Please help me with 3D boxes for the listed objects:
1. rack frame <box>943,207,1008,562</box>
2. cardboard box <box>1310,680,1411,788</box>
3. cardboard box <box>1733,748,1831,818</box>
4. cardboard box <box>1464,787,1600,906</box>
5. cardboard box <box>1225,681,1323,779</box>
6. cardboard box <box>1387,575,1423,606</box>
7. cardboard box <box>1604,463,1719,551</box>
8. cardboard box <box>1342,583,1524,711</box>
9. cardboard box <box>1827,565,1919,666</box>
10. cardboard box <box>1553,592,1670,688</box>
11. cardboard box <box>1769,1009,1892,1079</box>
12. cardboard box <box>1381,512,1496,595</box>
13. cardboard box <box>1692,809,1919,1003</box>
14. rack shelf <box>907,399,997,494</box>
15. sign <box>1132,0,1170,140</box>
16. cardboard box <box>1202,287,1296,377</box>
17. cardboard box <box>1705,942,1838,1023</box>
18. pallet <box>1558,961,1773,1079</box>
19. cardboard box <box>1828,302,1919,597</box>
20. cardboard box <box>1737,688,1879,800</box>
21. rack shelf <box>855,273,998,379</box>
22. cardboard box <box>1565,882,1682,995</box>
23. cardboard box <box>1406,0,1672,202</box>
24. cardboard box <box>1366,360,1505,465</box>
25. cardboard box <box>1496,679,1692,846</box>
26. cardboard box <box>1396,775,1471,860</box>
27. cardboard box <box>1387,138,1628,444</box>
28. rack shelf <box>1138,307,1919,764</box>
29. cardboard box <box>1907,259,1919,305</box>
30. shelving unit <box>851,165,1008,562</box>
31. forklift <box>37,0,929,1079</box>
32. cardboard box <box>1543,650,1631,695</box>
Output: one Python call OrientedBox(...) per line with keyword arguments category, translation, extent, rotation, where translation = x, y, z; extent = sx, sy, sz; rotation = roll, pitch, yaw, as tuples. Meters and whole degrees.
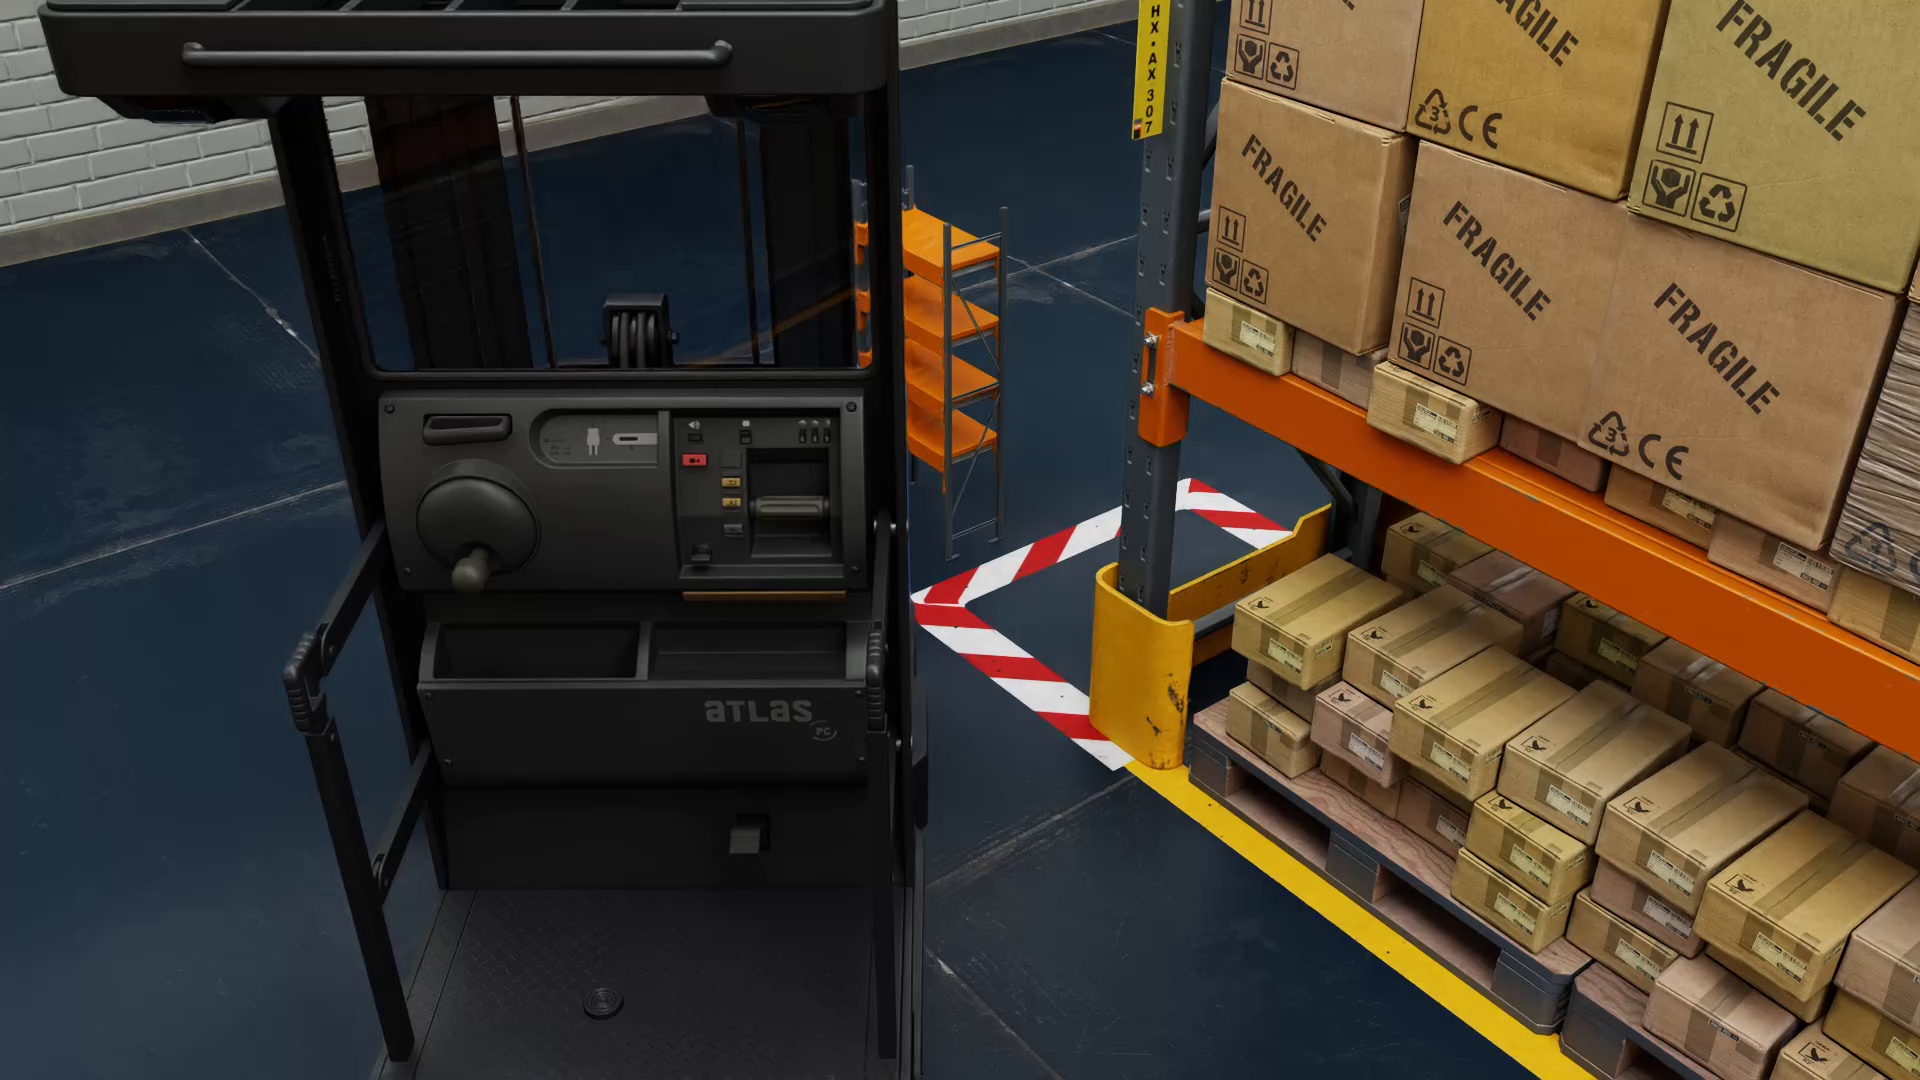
OrientedBox(category="rack frame", translation=(0.048, -0.477, 5.381), extent=(0.240, 1.200, 0.015), rotation=(-22, 38, -31))
OrientedBox(category="cardboard box", translation=(1.115, 0.439, 4.222), extent=(0.380, 0.149, 0.250), rotation=(-22, 38, -32))
OrientedBox(category="cardboard box", translation=(2.070, 0.560, 4.027), extent=(0.380, 0.149, 0.250), rotation=(-22, 38, -31))
OrientedBox(category="cardboard box", translation=(1.406, 0.654, 3.875), extent=(0.380, 0.149, 0.250), rotation=(-21, 38, -30))
OrientedBox(category="cardboard box", translation=(0.941, 0.454, 4.481), extent=(0.380, 0.149, 0.250), rotation=(-21, 38, -30))
OrientedBox(category="cardboard box", translation=(1.422, 0.133, 4.715), extent=(0.380, 0.149, 0.250), rotation=(-23, 39, -33))
OrientedBox(category="cardboard box", translation=(1.538, -0.147, 3.381), extent=(0.380, 0.149, 0.250), rotation=(-23, 38, -32))
OrientedBox(category="cardboard box", translation=(1.190, 0.283, 4.191), extent=(0.380, 0.149, 0.250), rotation=(-22, 38, -31))
OrientedBox(category="cardboard box", translation=(1.810, 0.080, 3.016), extent=(0.380, 0.149, 0.250), rotation=(-21, 37, -30))
OrientedBox(category="cardboard box", translation=(1.766, 0.208, 4.313), extent=(0.380, 0.149, 0.250), rotation=(-23, 39, -32))
OrientedBox(category="cardboard box", translation=(1.901, 1.094, 3.450), extent=(0.380, 0.149, 0.250), rotation=(-22, 38, -31))
OrientedBox(category="cardboard box", translation=(1.398, 0.017, 4.619), extent=(0.380, 0.149, 0.250), rotation=(-22, 38, -31))
OrientedBox(category="cardboard box", translation=(1.749, 0.749, 3.441), extent=(0.380, 0.149, 0.250), rotation=(-22, 38, -31))
OrientedBox(category="rack shelf", translation=(-0.102, -0.353, 5.685), extent=(0.258, 0.148, 0.480), rotation=(-22, 38, -31))
OrientedBox(category="sign", translation=(0.444, -1.093, 3.847), extent=(0.100, 0.325, 0.005), rotation=(-22, 38, -31))
OrientedBox(category="cardboard box", translation=(0.813, -0.553, 4.036), extent=(0.380, 0.149, 0.250), rotation=(-23, 38, -32))
OrientedBox(category="cardboard box", translation=(1.843, 0.834, 3.586), extent=(0.380, 0.149, 0.250), rotation=(-20, 37, -29))
OrientedBox(category="pallet", translation=(2.134, 1.173, 3.661), extent=(1.003, 0.211, 1.213), rotation=(-22, 38, -31))
OrientedBox(category="cardboard box", translation=(1.886, -0.160, 2.788), extent=(0.500, 0.500, 0.500), rotation=(-23, 39, -33))
OrientedBox(category="cardboard box", translation=(2.083, 0.430, 3.955), extent=(0.380, 0.149, 0.250), rotation=(-21, 37, -30))
OrientedBox(category="rack shelf", translation=(-0.101, -0.712, 5.462), extent=(0.258, 0.148, 0.480), rotation=(-22, 38, -31))
OrientedBox(category="cardboard box", translation=(1.626, 0.855, 3.835), extent=(0.380, 0.149, 0.250), rotation=(-22, 38, -31))
OrientedBox(category="cardboard box", translation=(1.253, -1.013, 3.214), extent=(0.500, 0.500, 0.500), rotation=(-21, 38, -30))
OrientedBox(category="cardboard box", translation=(1.124, -0.331, 3.678), extent=(0.380, 0.149, 0.250), rotation=(-23, 39, -33))
OrientedBox(category="cardboard box", translation=(1.461, 0.506, 3.832), extent=(0.380, 0.149, 0.250), rotation=(-24, 39, -34))
OrientedBox(category="cardboard box", translation=(1.324, 0.637, 4.185), extent=(0.380, 0.149, 0.250), rotation=(-22, 38, -31))
OrientedBox(category="cardboard box", translation=(1.278, -0.579, 3.462), extent=(0.500, 0.500, 0.500), rotation=(-22, 38, -31))
OrientedBox(category="rack shelf", translation=(2.099, 0.238, 3.206), extent=(1.077, 0.370, 4.000), rotation=(-22, 38, -31))
OrientedBox(category="cardboard box", translation=(1.870, -0.578, 2.514), extent=(0.500, 0.500, 0.500), rotation=(-24, 39, -33))
OrientedBox(category="shelving unit", translation=(-0.101, -0.579, 5.545), extent=(0.258, 1.200, 0.503), rotation=(-22, 38, -31))
OrientedBox(category="forklift", translation=(-0.645, -0.039, 3.034), extent=(1.130, 2.935, 3.031), rotation=(0, 32, 0))
OrientedBox(category="cardboard box", translation=(1.742, 0.349, 4.367), extent=(0.380, 0.149, 0.250), rotation=(-24, 39, -33))
